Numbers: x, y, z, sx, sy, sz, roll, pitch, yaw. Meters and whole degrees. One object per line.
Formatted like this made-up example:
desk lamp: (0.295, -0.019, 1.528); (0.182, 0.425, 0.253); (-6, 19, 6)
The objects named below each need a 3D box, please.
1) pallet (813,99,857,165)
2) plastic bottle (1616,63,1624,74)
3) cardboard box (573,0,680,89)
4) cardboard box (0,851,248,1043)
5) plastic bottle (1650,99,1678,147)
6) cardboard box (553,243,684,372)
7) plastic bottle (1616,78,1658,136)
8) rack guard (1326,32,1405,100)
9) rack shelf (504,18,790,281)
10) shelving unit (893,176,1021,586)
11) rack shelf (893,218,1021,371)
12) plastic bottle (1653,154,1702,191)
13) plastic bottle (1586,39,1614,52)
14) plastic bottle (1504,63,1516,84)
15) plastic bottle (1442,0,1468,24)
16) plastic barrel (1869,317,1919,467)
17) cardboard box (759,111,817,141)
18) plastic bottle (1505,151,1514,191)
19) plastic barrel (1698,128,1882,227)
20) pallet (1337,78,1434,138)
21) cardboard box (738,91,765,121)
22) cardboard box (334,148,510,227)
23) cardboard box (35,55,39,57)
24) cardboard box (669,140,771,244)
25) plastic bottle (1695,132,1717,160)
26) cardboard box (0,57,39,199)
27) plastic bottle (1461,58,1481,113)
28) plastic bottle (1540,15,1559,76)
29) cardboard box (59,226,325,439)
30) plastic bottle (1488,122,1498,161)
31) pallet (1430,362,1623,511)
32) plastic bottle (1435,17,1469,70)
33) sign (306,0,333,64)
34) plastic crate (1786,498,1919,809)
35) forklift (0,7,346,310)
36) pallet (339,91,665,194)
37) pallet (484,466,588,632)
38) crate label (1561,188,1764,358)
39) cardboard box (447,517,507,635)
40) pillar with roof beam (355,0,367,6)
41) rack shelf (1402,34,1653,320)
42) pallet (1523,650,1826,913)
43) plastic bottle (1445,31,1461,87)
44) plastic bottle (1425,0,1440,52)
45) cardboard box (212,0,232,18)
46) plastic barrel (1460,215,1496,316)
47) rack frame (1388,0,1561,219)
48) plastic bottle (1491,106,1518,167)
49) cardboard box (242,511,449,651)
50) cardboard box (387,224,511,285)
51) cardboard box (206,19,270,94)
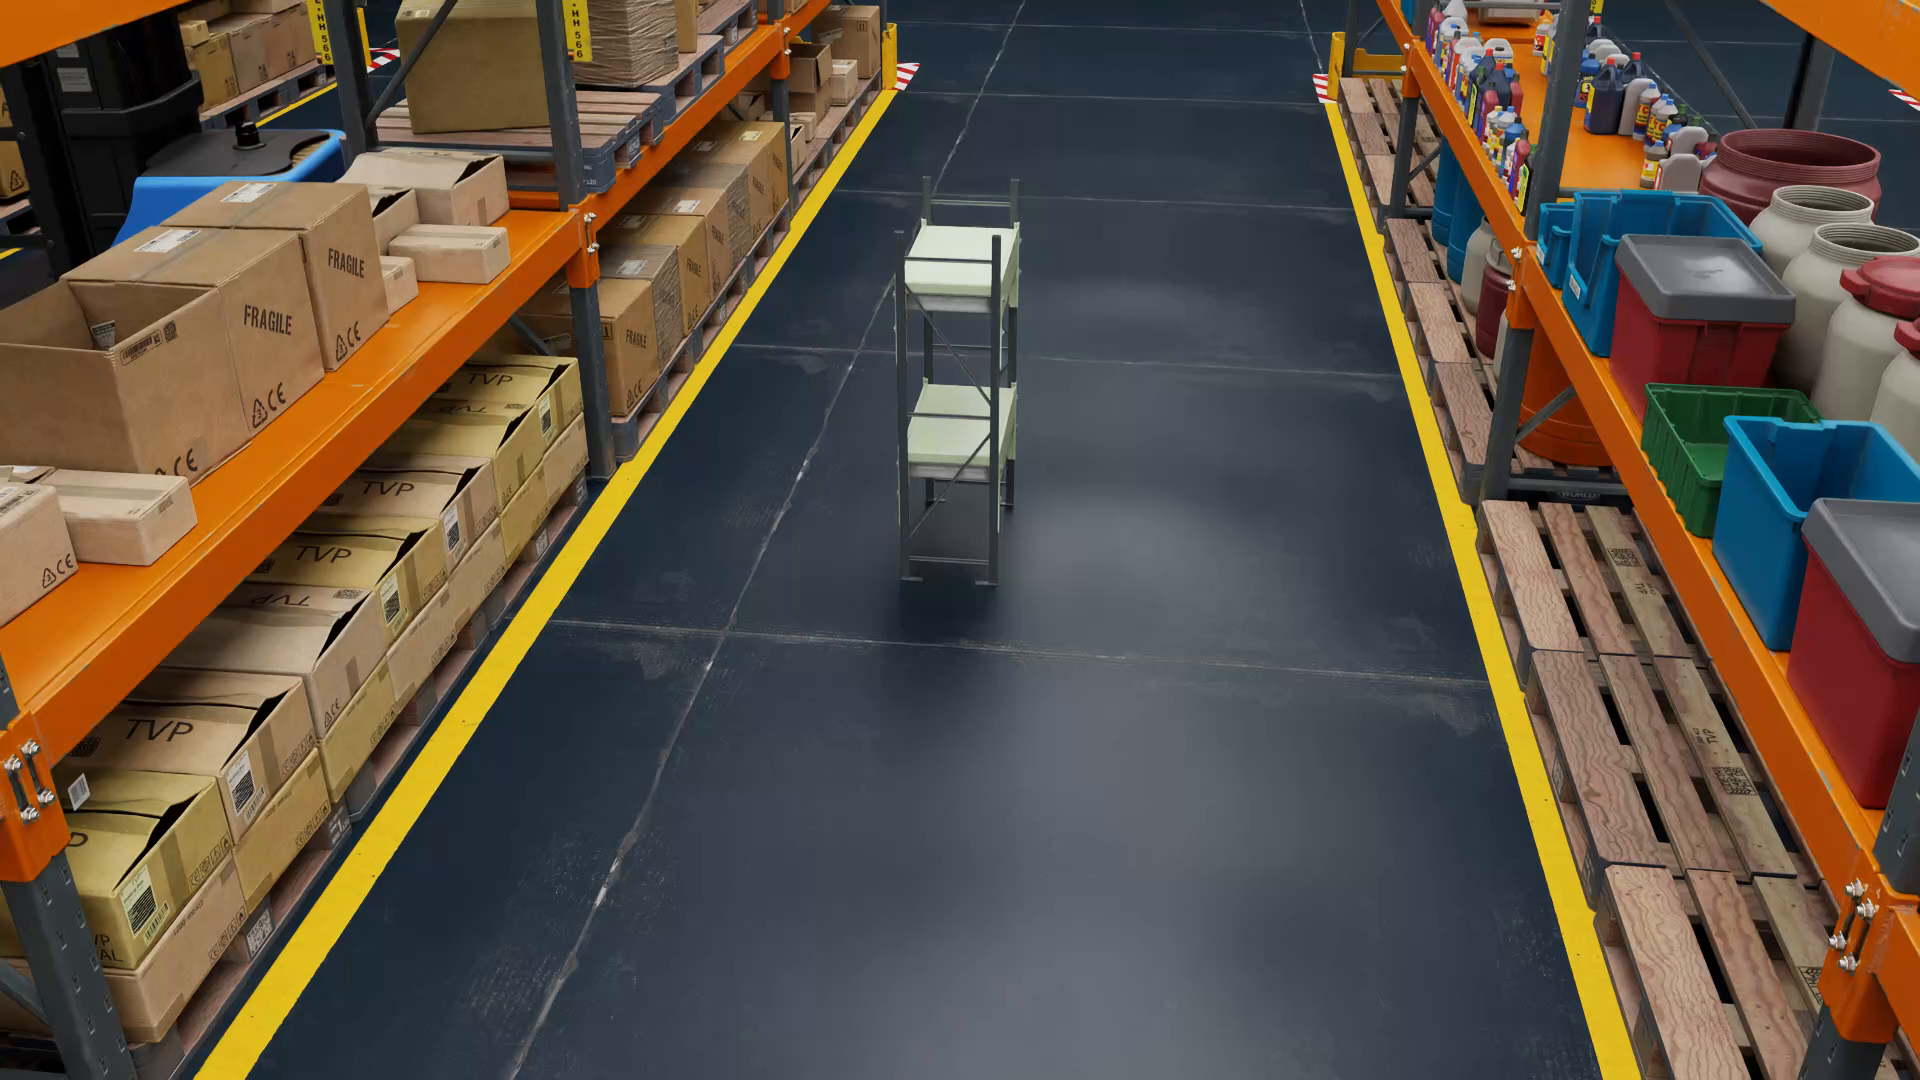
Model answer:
pallet: (-1.402, -3.205, 12.976); (1.003, 0.211, 1.213); (3, 28, 6)
plastic bottle: (3.339, -2.286, 8.465); (0.097, 0.271, 0.097); (0, 28, 0)
cardboard box: (-1.857, -2.602, 8.369); (0.700, 0.500, 0.500); (9, 30, 16)
cardboard box: (-2.319, 1.082, 4.534); (0.500, 0.250, 0.500); (3, 28, 5)
plastic bottle: (3.308, -1.931, 7.808); (0.097, 0.271, 0.097); (0, 28, 0)
cardboard box: (-1.726, -1.188, 8.465); (0.500, 0.500, 0.500); (2, 28, 4)
plastic bottle: (3.335, -2.144, 8.198); (0.152, 0.276, 0.135); (3, 28, 6)
rack guard: (3.762, -4.038, 14.219); (1.175, 0.500, 0.348); (3, 28, 6)
rack shelf: (-1.879, -2.275, 9.069); (1.077, 0.370, 4.000); (3, 28, 6)
shelving unit: (-0.001, -0.657, 6.888); (0.431, 1.500, 0.755); (3, 28, 6)
rack shelf: (-0.001, -1.001, 6.703); (0.431, 0.370, 0.720); (3, 28, 6)
plastic bottle: (3.014, -1.500, 7.003); (0.152, 0.276, 0.135); (3, 28, 6)
plastic bottle: (3.448, -2.576, 8.999); (0.152, 0.276, 0.135); (3, 28, 6)
plastic bottle: (2.783, -2.293, 8.480); (0.097, 0.271, 0.097); (0, 28, 0)
plastic bottle: (2.912, -3.056, 9.812); (0.144, 0.351, 0.185); (3, 28, 6)
plastic barrel: (2.726, -0.321, 4.540); (0.433, 0.535, 0.433); (0, 28, 0)
cardboard box: (-1.272, -3.073, 12.314); (0.380, 0.166, 0.250); (3, 28, 6)
plastic bottle: (2.478, -1.651, 7.361); (0.097, 0.201, 0.097); (0, 28, 0)
plastic barrel: (3.035, -1.185, 6.143); (0.600, 0.536, 0.708); (3, 28, 6)
pallet: (3.632, -3.513, 13.548); (1.003, 0.211, 1.213); (3, 28, 6)
cardboard box: (-1.754, -3.181, 12.363); (0.500, 0.311, 0.500); (3, 28, 6)
cardboard box: (-2.212, -1.443, 6.859); (0.500, 0.311, 0.500); (5, 29, 9)
cardboard box: (-6.572, -3.479, 12.054); (0.380, 0.149, 0.250); (3, 28, 6)
cardboard box: (-1.479, -2.146, 10.241); (0.500, 0.500, 0.500); (3, 29, 6)
plastic bottle: (3.251, -1.647, 7.267); (0.061, 0.283, 0.133); (3, 28, 6)
cardboard box: (-6.501, -2.745, 11.005); (0.750, 0.750, 0.750); (4, 29, 7)
plastic bottle: (2.652, -2.348, 8.581); (0.097, 0.271, 0.097); (0, 28, 0)
plastic bottle: (3.351, -2.779, 9.297); (0.144, 0.351, 0.185); (3, 28, 6)
cardboard box: (-2.378, -0.656, 5.200); (0.500, 0.500, 0.500); (3, 28, 6)
plastic bottle: (2.538, -1.880, 7.786); (0.097, 0.201, 0.097); (0, 28, 0)
pallet: (2.847, -0.507, 7.968); (1.003, 0.211, 1.213); (3, 28, 6)
plastic bottle: (2.802, -2.821, 9.455); (0.152, 0.276, 0.135); (3, 28, 6)
sign: (-2.664, -2.153, 6.946); (0.100, 0.325, 0.005); (3, 28, 6)
plastic crate: (2.057, 0.248, 3.560); (0.402, 0.464, 0.583); (3, 28, 6)
forklift: (-4.867, -2.390, 8.596); (3.031, 2.935, 1.130); (0, 28, -1)
pallet: (-2.111, -1.889, 7.796); (1.213, 0.211, 1.003); (3, 28, 6)
pallet: (-2.264, -0.038, 7.097); (1.003, 0.211, 1.213); (3, 28, 6)
crate label: (2.401, -0.925, 5.766); (0.502, 0.435, 0.616); (3, 28, 6)
cardboard box: (-2.071, 0.116, 6.328); (0.500, 0.250, 0.500); (4, 29, 7)
pillar with roof beam: (-2.316, -9.415, 15.237); (9.100, 9.000, 0.400); (3, 28, 6)
rack shelf: (3.037, -1.986, 8.532); (1.077, 0.370, 4.000); (3, 28, 6)
pallet: (2.506, 0.802, 5.539); (1.003, 0.211, 1.213); (3, 28, 6)
plastic bottle: (2.705, -2.627, 9.086); (0.061, 0.283, 0.133); (3, 28, 6)
plastic bottle: (2.813, -3.045, 9.862); (0.061, 0.283, 0.133); (3, 28, 6)
cardboard box: (-6.323, -4.451, 13.859); (0.380, 0.149, 0.250); (4, 29, 7)
plastic barrel: (2.953, -1.484, 9.023); (0.421, 0.512, 0.421); (0, 28, 0)
rack frame: (3.282, -3.244, 10.109); (1.000, 3.000, 0.127); (3, 28, 6)
plastic bottle: (2.526, -1.865, 7.684); (0.097, 0.271, 0.097); (0, 28, 0)
cardboard box: (-2.129, 0.107, 5.753); (0.500, 0.311, 0.500); (4, 29, 8)
cardboard box: (-1.960, -1.101, 6.395); (0.380, 0.149, 0.250); (3, 28, 6)
cardboard box: (-6.169, -3.979, 13.666); (0.700, 0.500, 0.500); (2, 28, 5)
